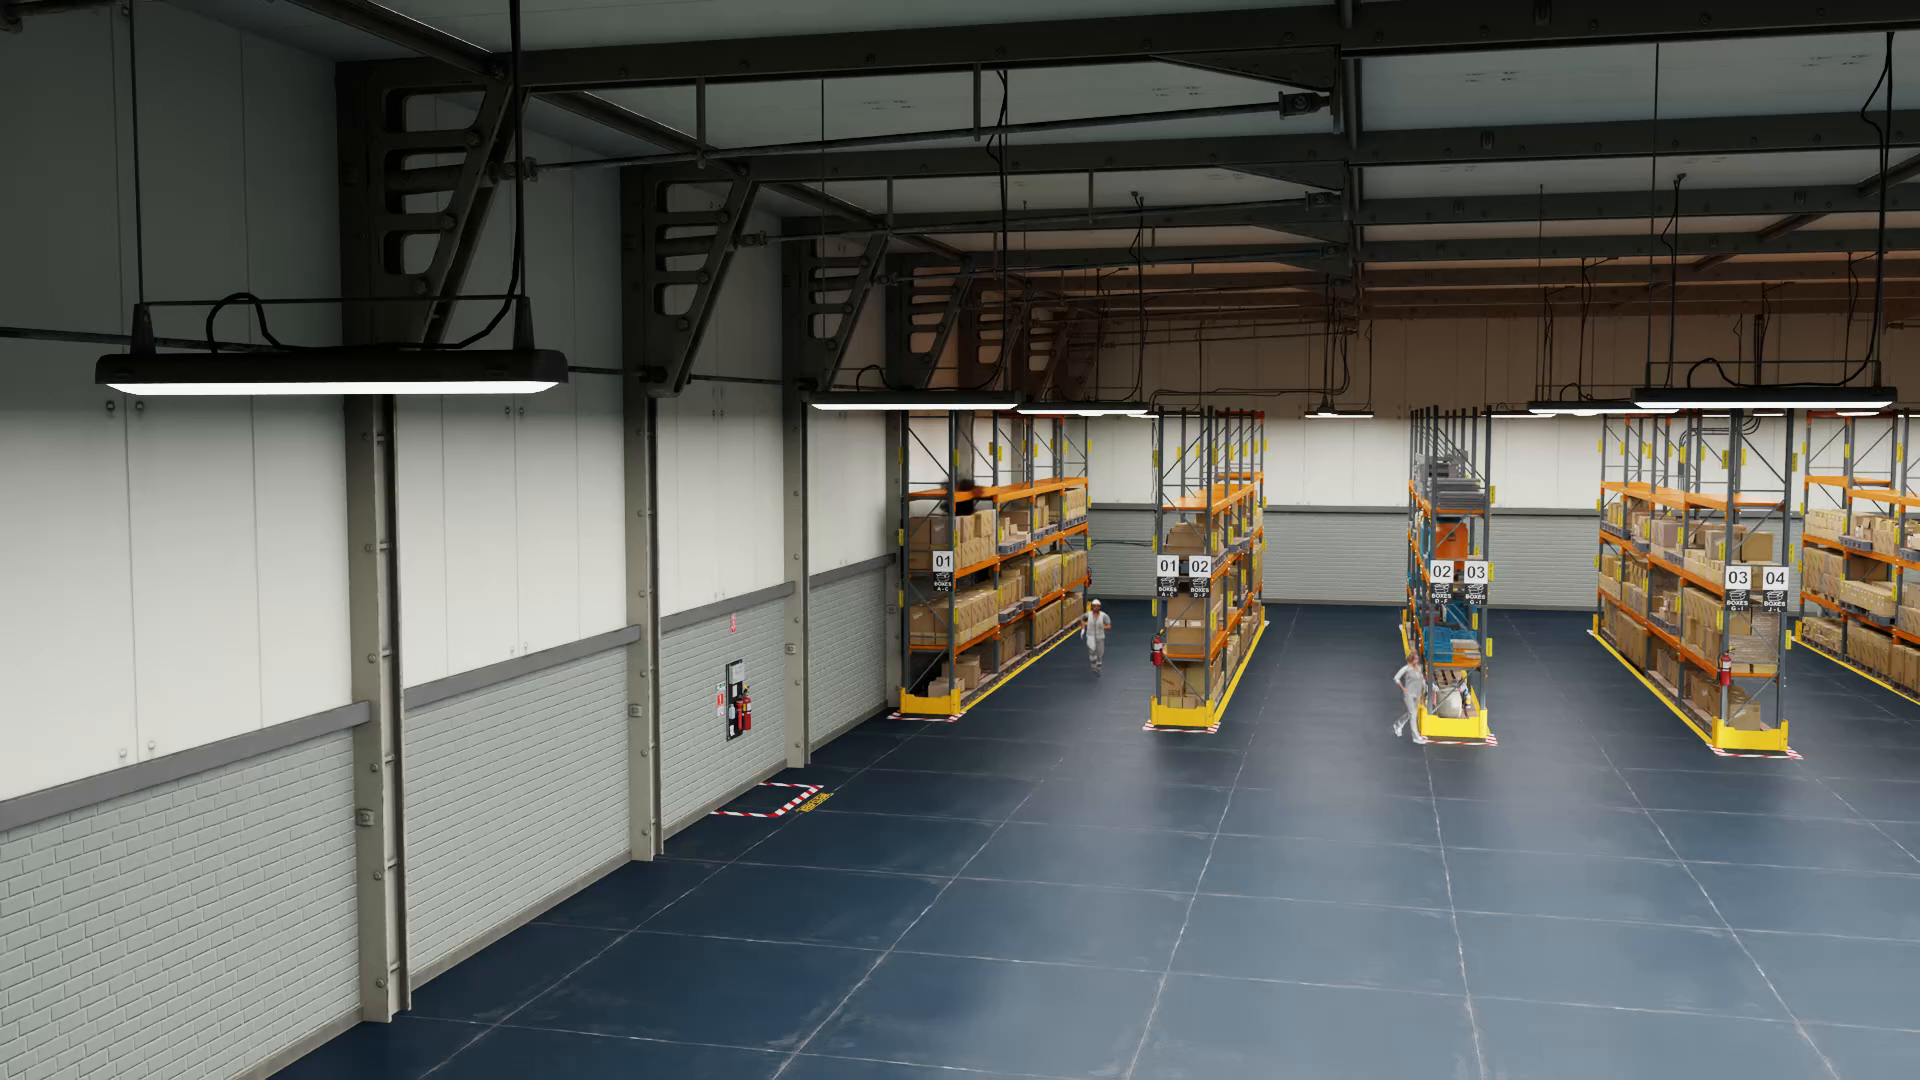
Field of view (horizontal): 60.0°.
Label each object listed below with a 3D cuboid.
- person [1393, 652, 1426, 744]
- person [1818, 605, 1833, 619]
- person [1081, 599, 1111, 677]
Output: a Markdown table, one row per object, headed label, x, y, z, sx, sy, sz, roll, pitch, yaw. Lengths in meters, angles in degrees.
| label | x | y | z | sx | sy | sz | roll | pitch | yaw |
| --- | --- | --- | --- | --- | --- | --- | --- | --- | --- |
| person | 8.022 | 2.775 | 29.554 | 0.548 | 1.575 | 0.852 | -2 | 5 | -29 |
| person | 23.115 | 1.692 | 44.174 | 0.805 | 1.726 | 0.688 | 0 | 4 | 6 |
| person | 2.974 | 2.159 | 36.382 | 0.660 | 1.741 | 0.929 | 0 | 4 | 3 |
